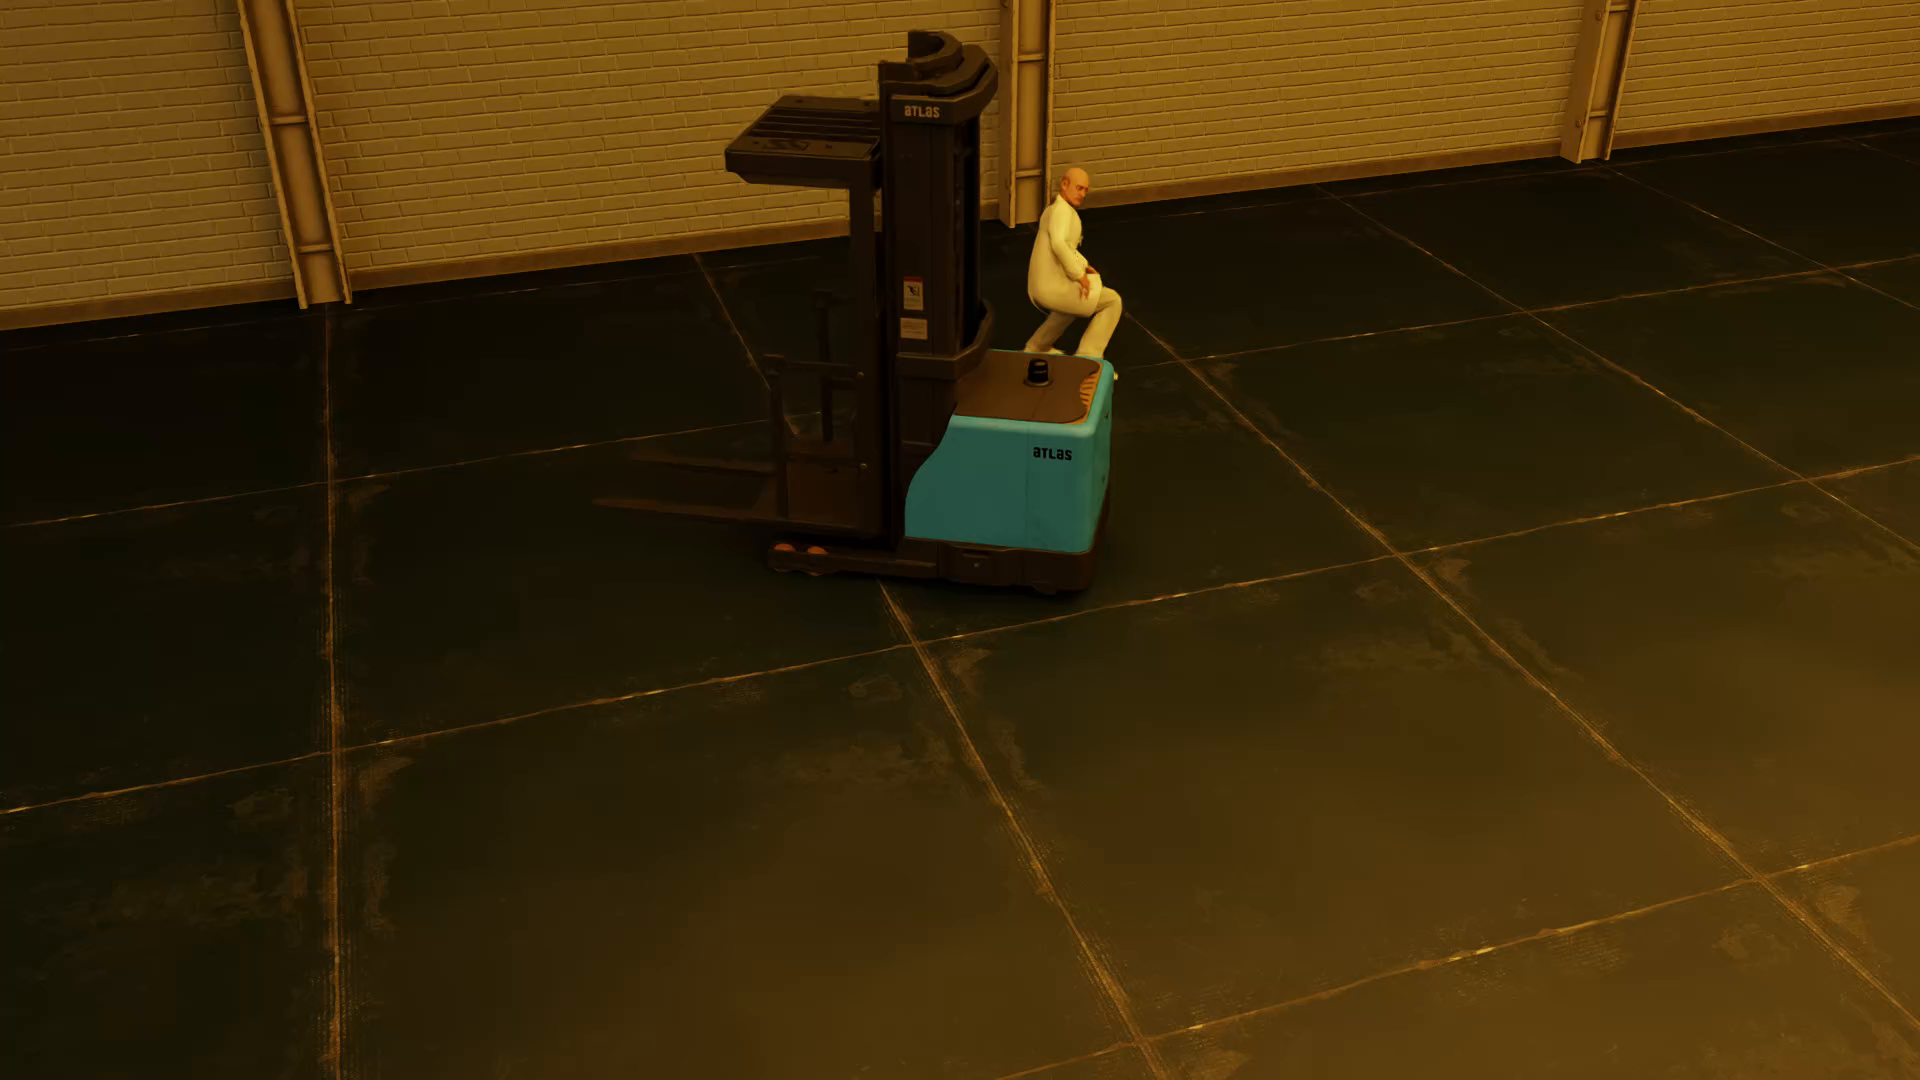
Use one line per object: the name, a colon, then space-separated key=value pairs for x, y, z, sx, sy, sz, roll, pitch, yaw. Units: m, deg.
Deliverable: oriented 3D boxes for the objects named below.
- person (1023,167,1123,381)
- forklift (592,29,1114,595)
person: x=0.795 y=-1.853 z=11.796 sx=0.675 sy=1.546 sz=0.846 roll=-9 pitch=31 yaw=-15
forklift: x=-0.659 y=-1.314 z=9.371 sx=3.031 sy=2.935 sz=1.130 roll=6 pitch=30 yaw=10
